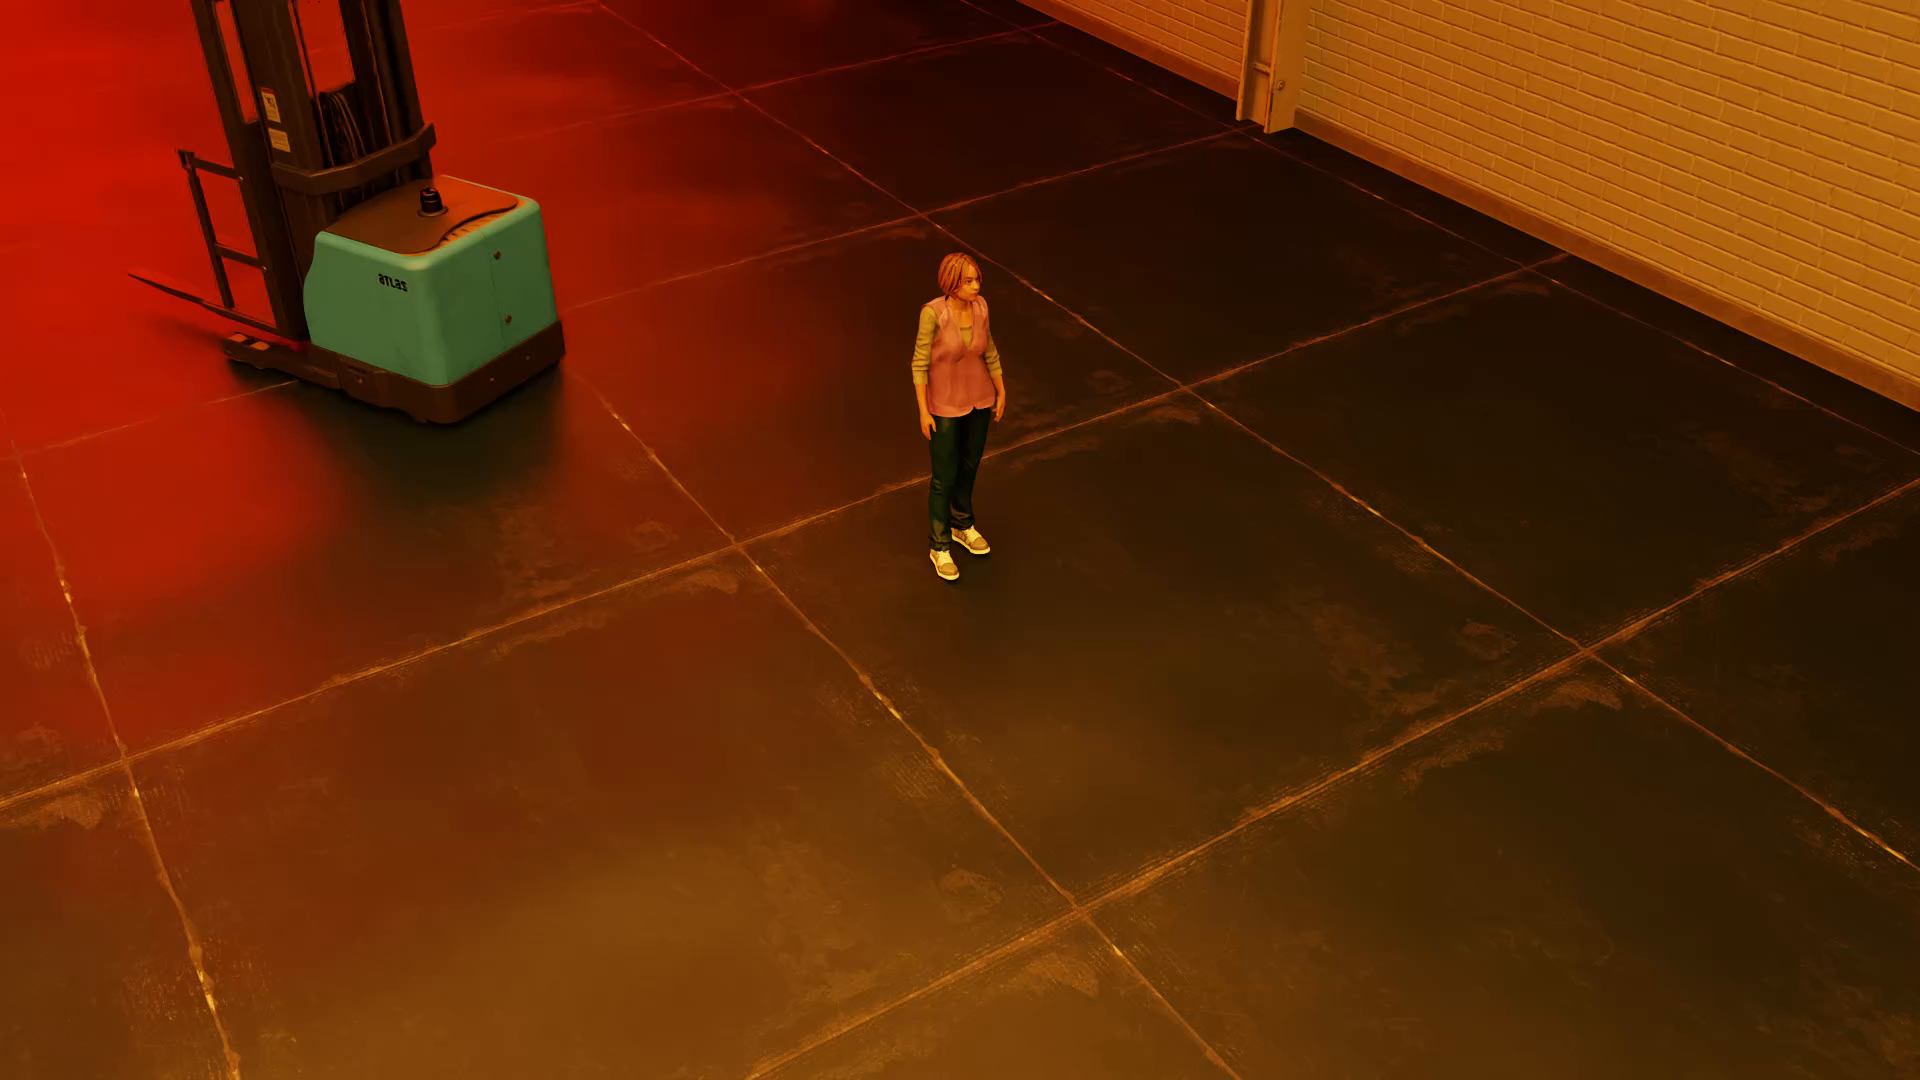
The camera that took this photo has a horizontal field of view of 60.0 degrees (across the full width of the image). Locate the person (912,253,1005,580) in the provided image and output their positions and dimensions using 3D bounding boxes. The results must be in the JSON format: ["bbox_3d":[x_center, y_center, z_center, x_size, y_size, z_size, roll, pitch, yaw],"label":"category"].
[{"bbox_3d":[0.029,-0.619,8.176,0.520,1.599,0.473,-21,40,-27],"label":"person"}]

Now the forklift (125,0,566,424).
[{"bbox_3d":[-3.949,-2.485,9.685,3.031,2.935,1.130,19,39,25],"label":"forklift"}]
